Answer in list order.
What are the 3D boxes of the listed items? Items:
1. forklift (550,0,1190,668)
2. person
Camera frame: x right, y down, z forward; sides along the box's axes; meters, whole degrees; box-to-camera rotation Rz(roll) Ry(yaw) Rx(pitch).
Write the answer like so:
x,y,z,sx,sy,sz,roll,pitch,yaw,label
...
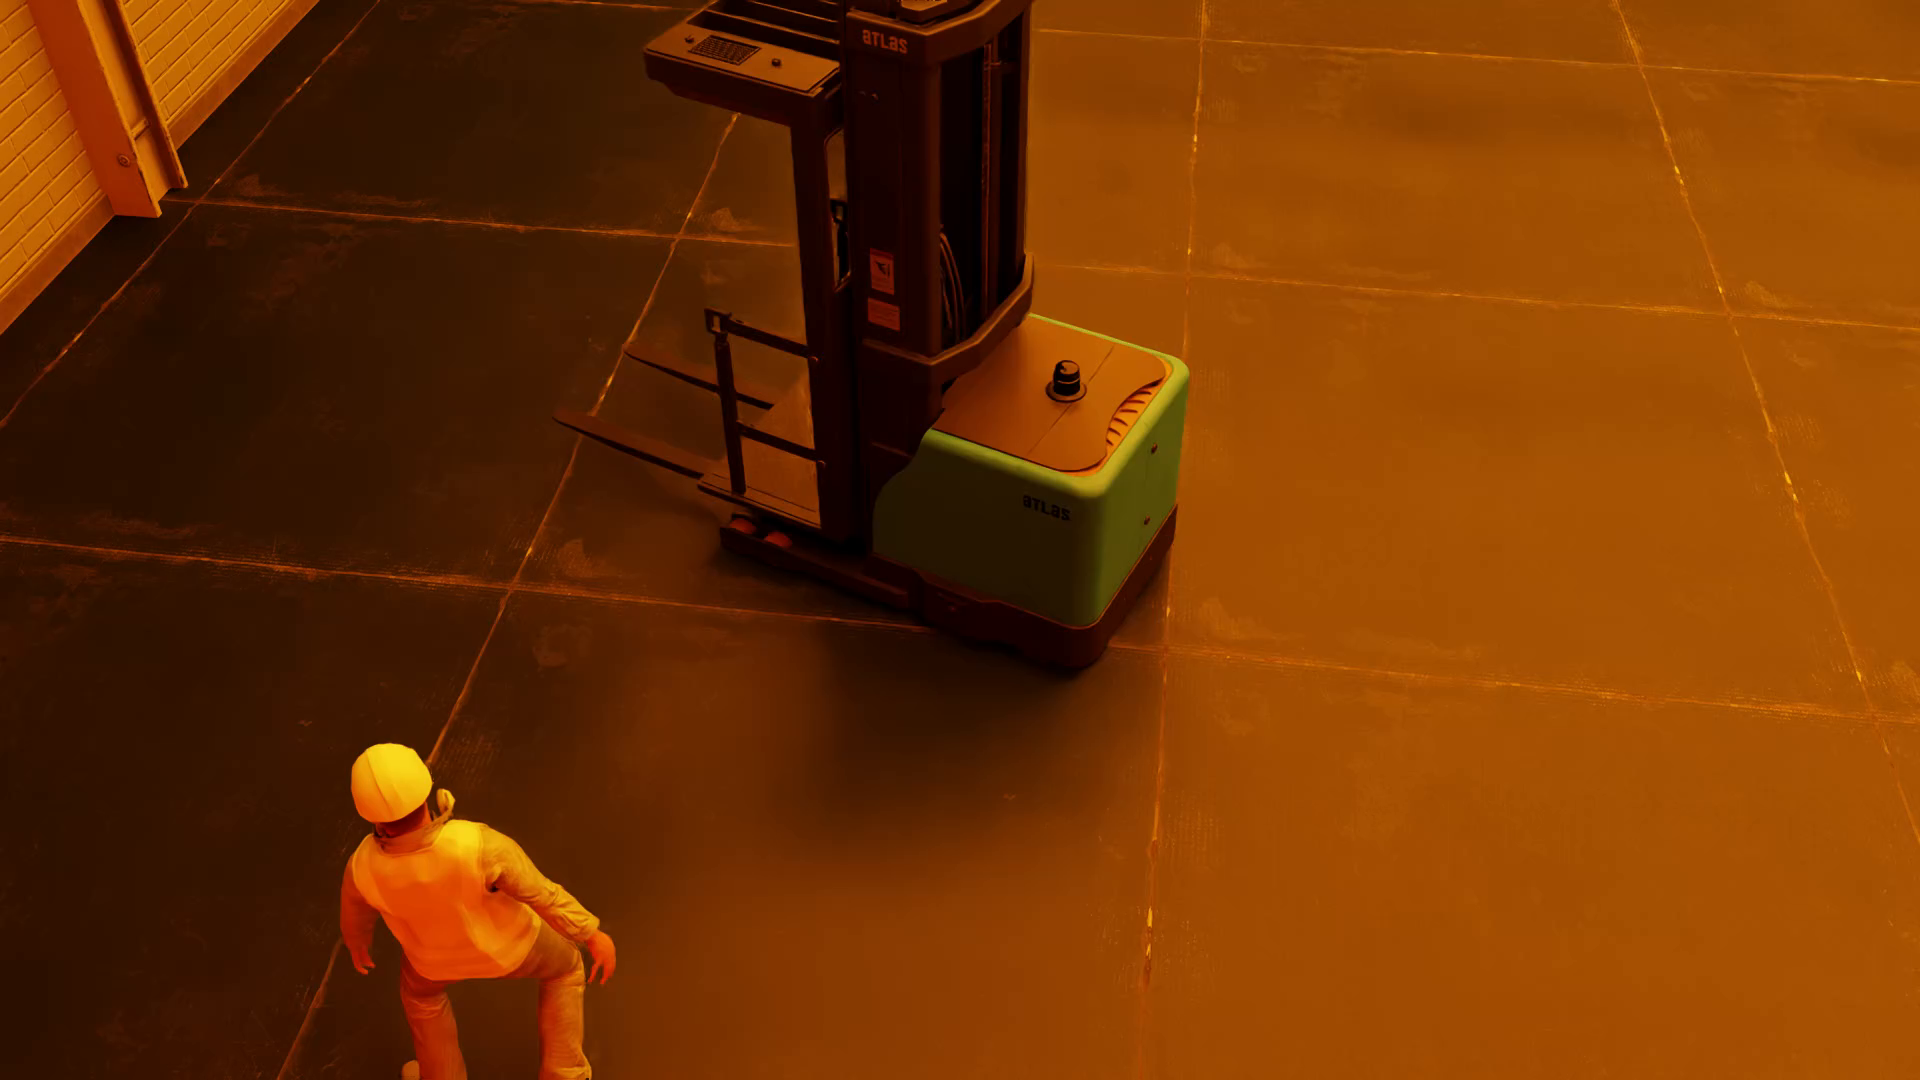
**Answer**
x,y,z,sx,sy,sz,roll,pitch,yaw,label
-0.542,-1.247,7.082,3.031,2.935,1.130,20,46,20,forklift
-1.532,1.260,5.279,0.874,1.689,0.486,-2,43,-2,person
